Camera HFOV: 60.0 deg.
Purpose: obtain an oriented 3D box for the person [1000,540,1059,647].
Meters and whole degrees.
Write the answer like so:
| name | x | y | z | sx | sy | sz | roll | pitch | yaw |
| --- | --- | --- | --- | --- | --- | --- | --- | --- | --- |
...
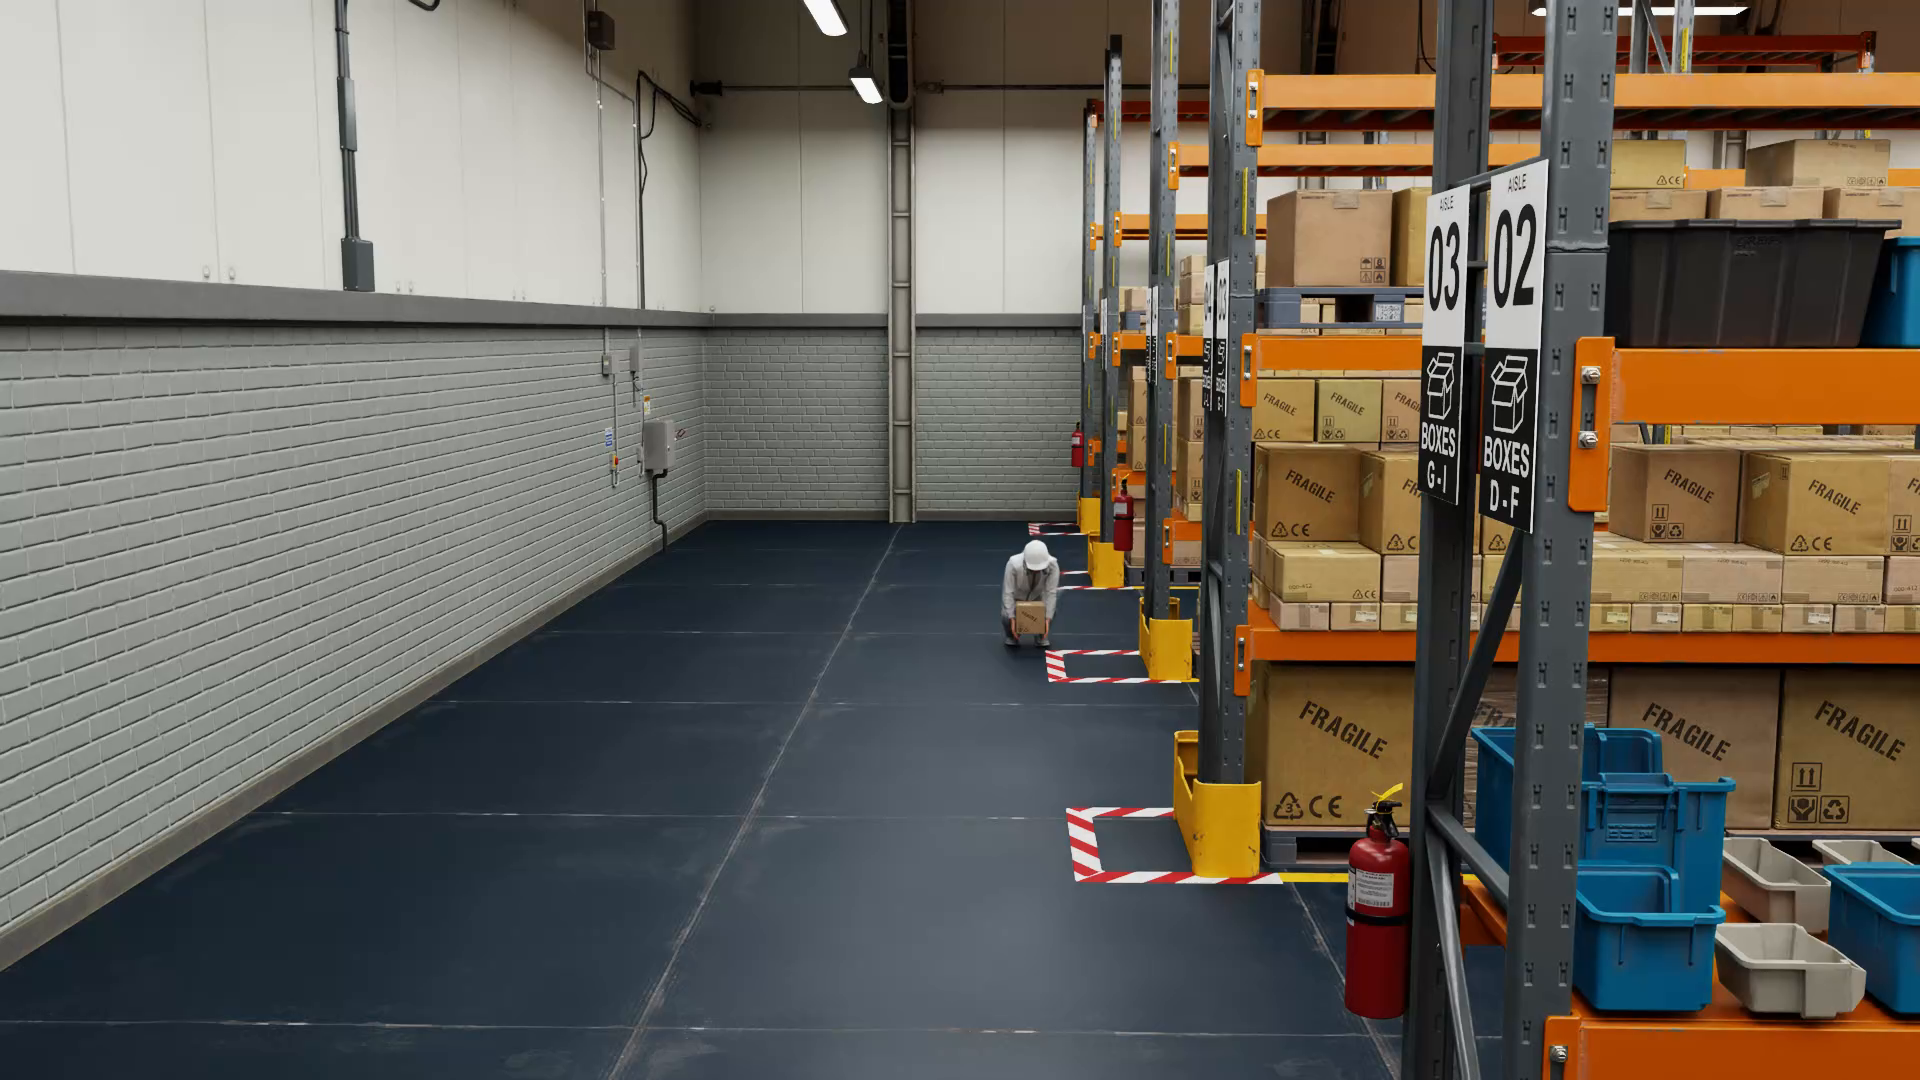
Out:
| name | x | y | z | sx | sy | sz | roll | pitch | yaw |
| --- | --- | --- | --- | --- | --- | --- | --- | --- | --- |
| person | 0.629 | 0.472 | 15.022 | 0.527 | 1.009 | 0.854 | 0 | 7 | 1 |
